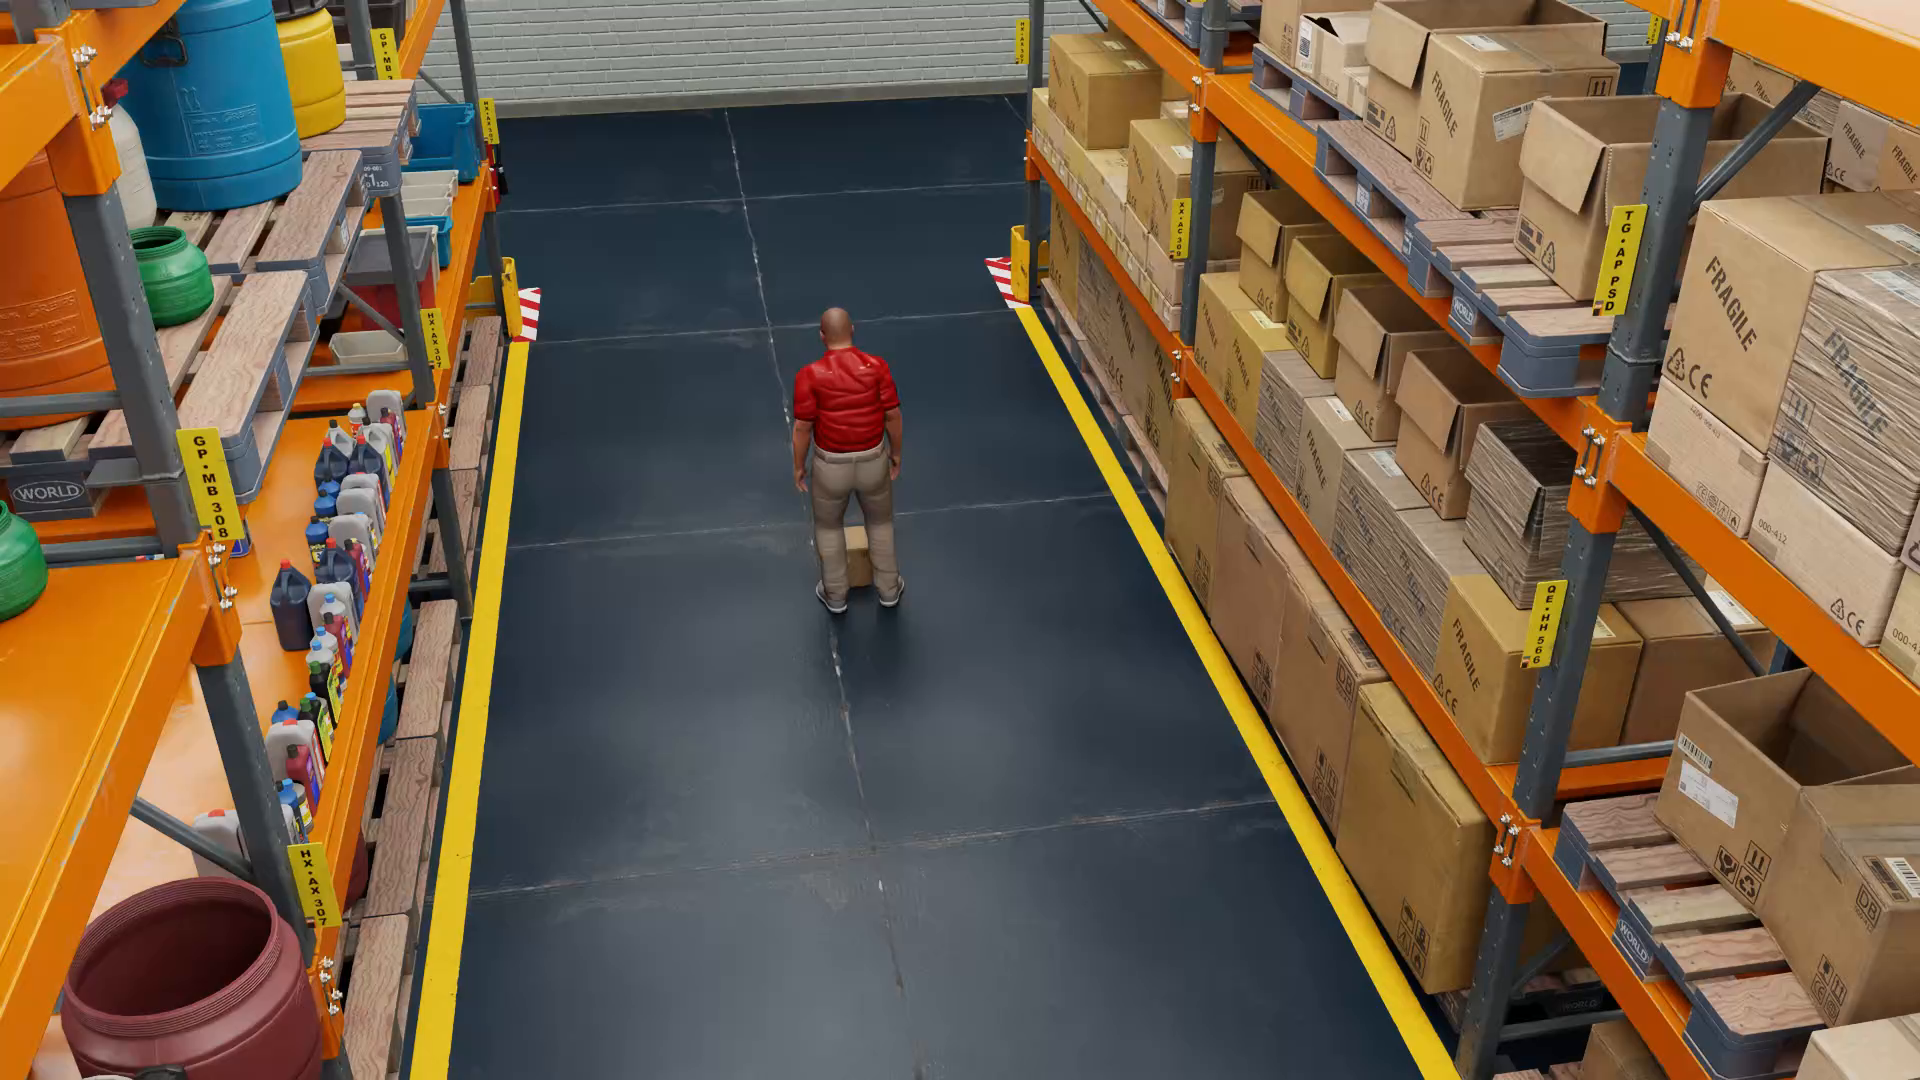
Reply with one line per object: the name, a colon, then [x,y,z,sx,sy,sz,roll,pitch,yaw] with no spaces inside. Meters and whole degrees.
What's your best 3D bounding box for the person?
person: [-0.589,-0.408,8.845,0.604,1.726,0.394,-7,31,-12]
